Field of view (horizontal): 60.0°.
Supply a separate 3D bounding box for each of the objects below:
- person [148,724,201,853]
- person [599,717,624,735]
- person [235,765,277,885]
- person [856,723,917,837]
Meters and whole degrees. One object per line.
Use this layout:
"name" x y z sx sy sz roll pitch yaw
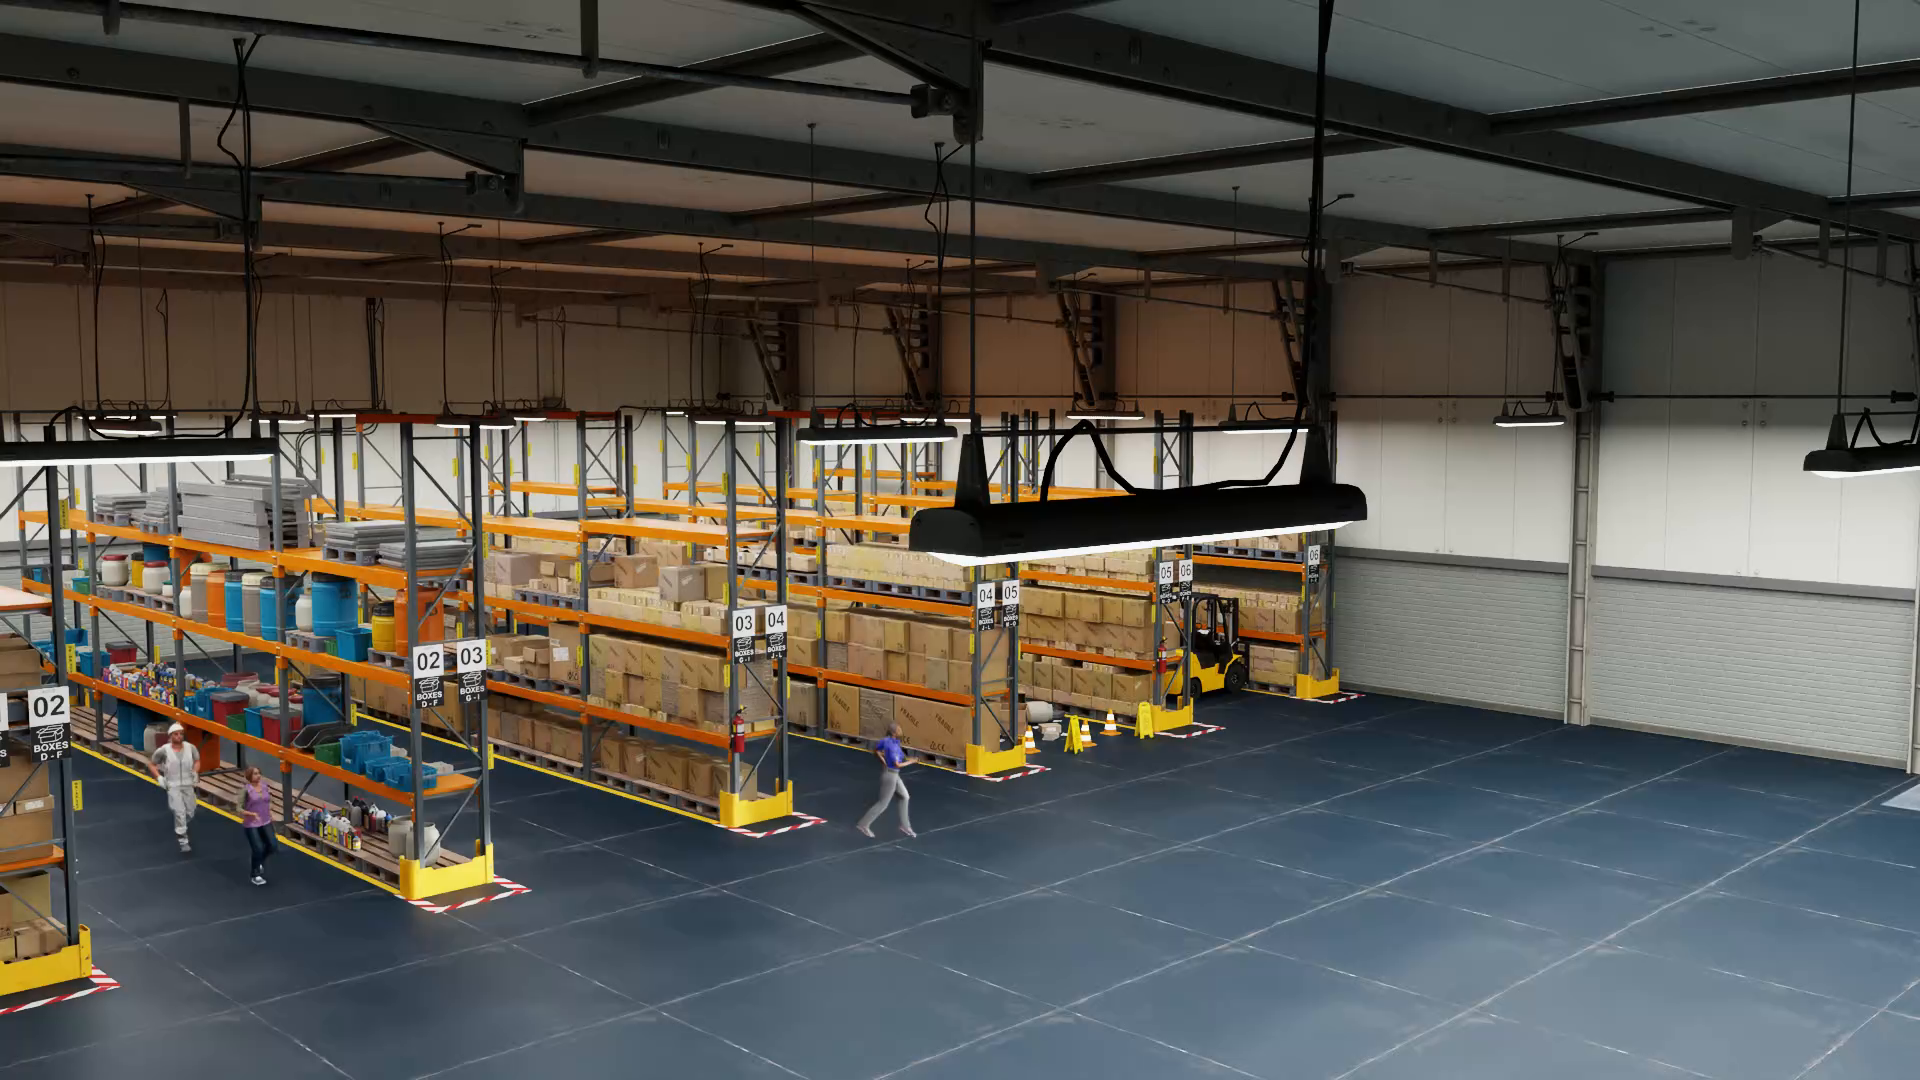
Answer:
"person" -10.928 3.436 23.207 0.667 1.767 0.741 -4 7 -42
"person" -6.434 2.872 30.955 0.610 1.584 0.564 4 6 36
"person" -9.068 3.686 21.500 0.541 1.552 0.529 4 6 37
"person" -1.051 3.448 23.773 0.895 1.699 0.588 -1 5 -8
